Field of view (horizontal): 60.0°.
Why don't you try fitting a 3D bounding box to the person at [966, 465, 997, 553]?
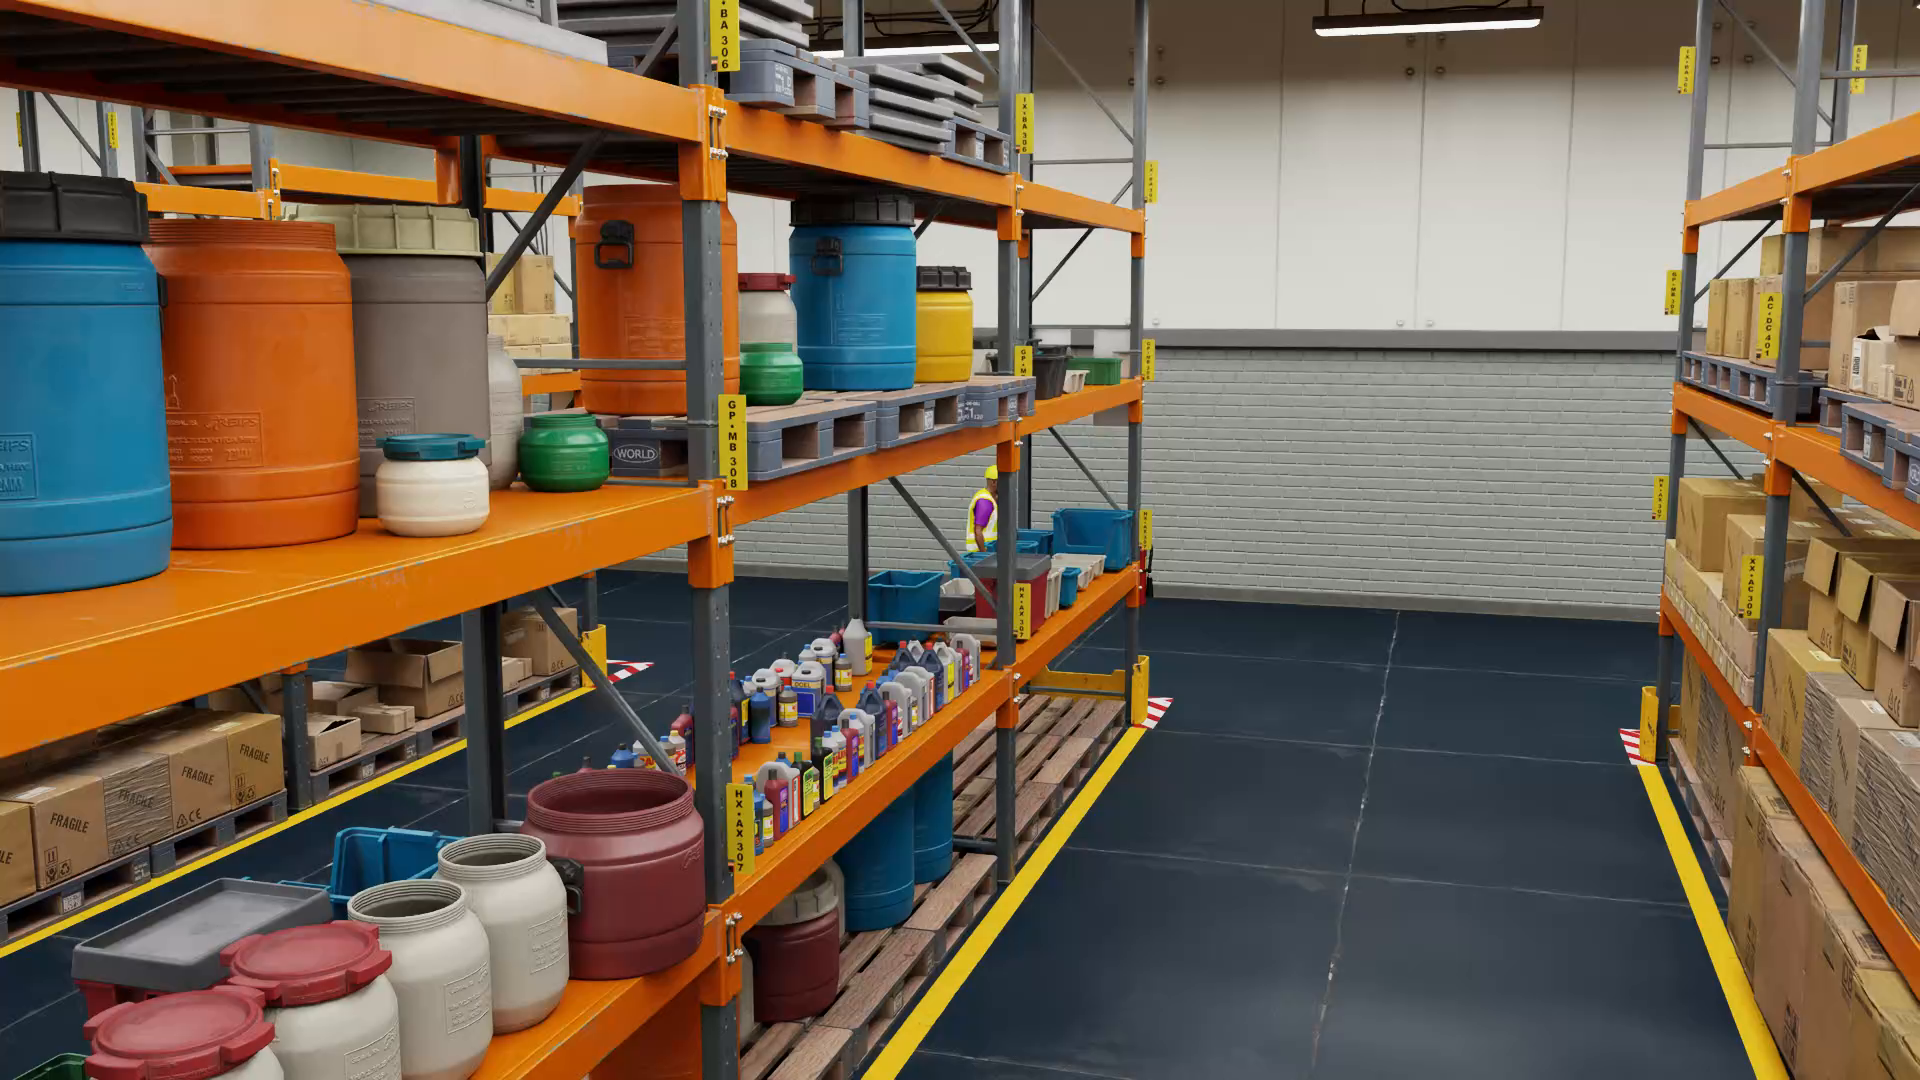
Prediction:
[{"bbox_3d":[0.305,0.113,16.989,0.463,1.760,0.635,2,9,15],"label":"person"}]
